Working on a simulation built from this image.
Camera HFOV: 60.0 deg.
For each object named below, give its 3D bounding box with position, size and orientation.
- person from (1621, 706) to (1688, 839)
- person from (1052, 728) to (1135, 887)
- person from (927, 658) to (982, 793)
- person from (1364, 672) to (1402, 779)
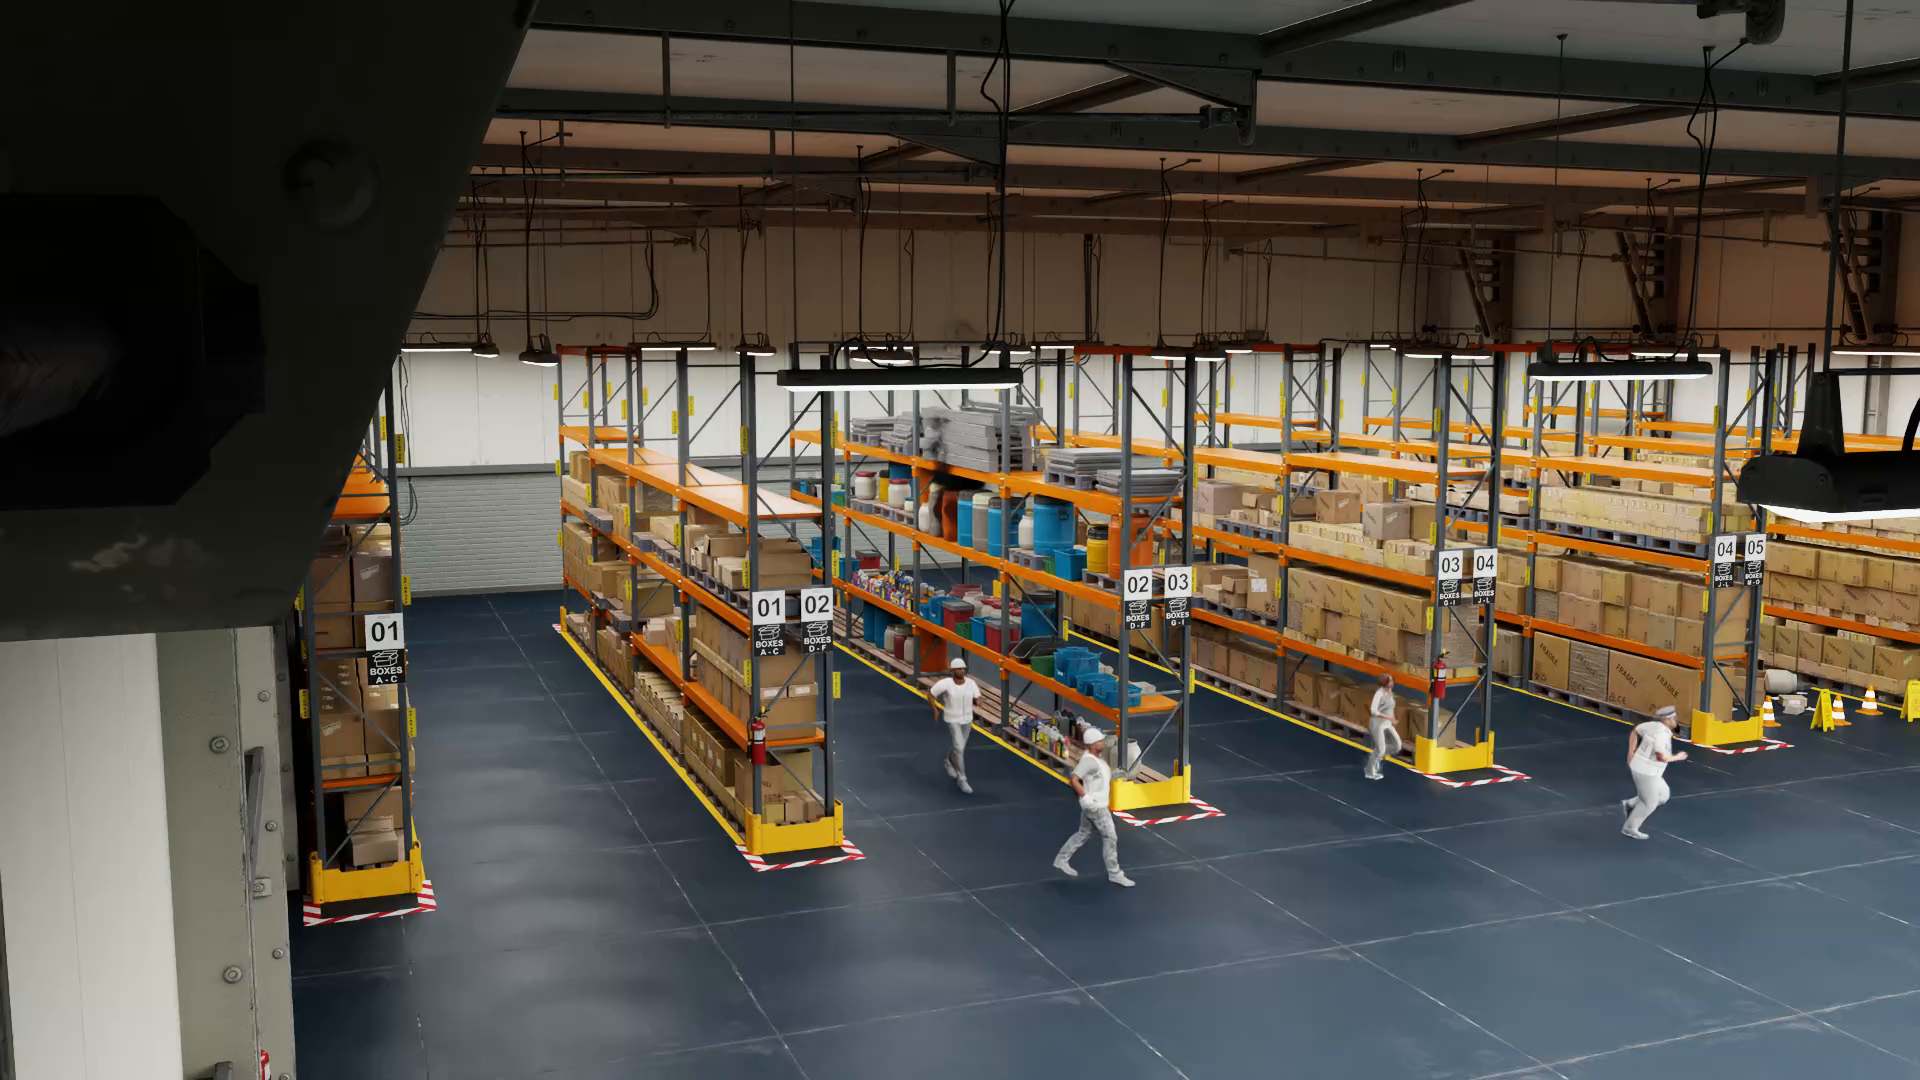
[{"bbox_3d":[8.633,2.886,20.643,0.718,1.715,0.648,2,8,15],"label":"person"},{"bbox_3d":[1.527,3.027,18.921,0.934,1.803,0.678,0,7,1],"label":"person"},{"bbox_3d":[-0.021,2.514,22.982,0.692,1.781,0.922,-5,9,-32],"label":"person"},{"bbox_3d":[5.936,2.652,23.279,0.566,1.448,0.566,6,10,41],"label":"person"}]
